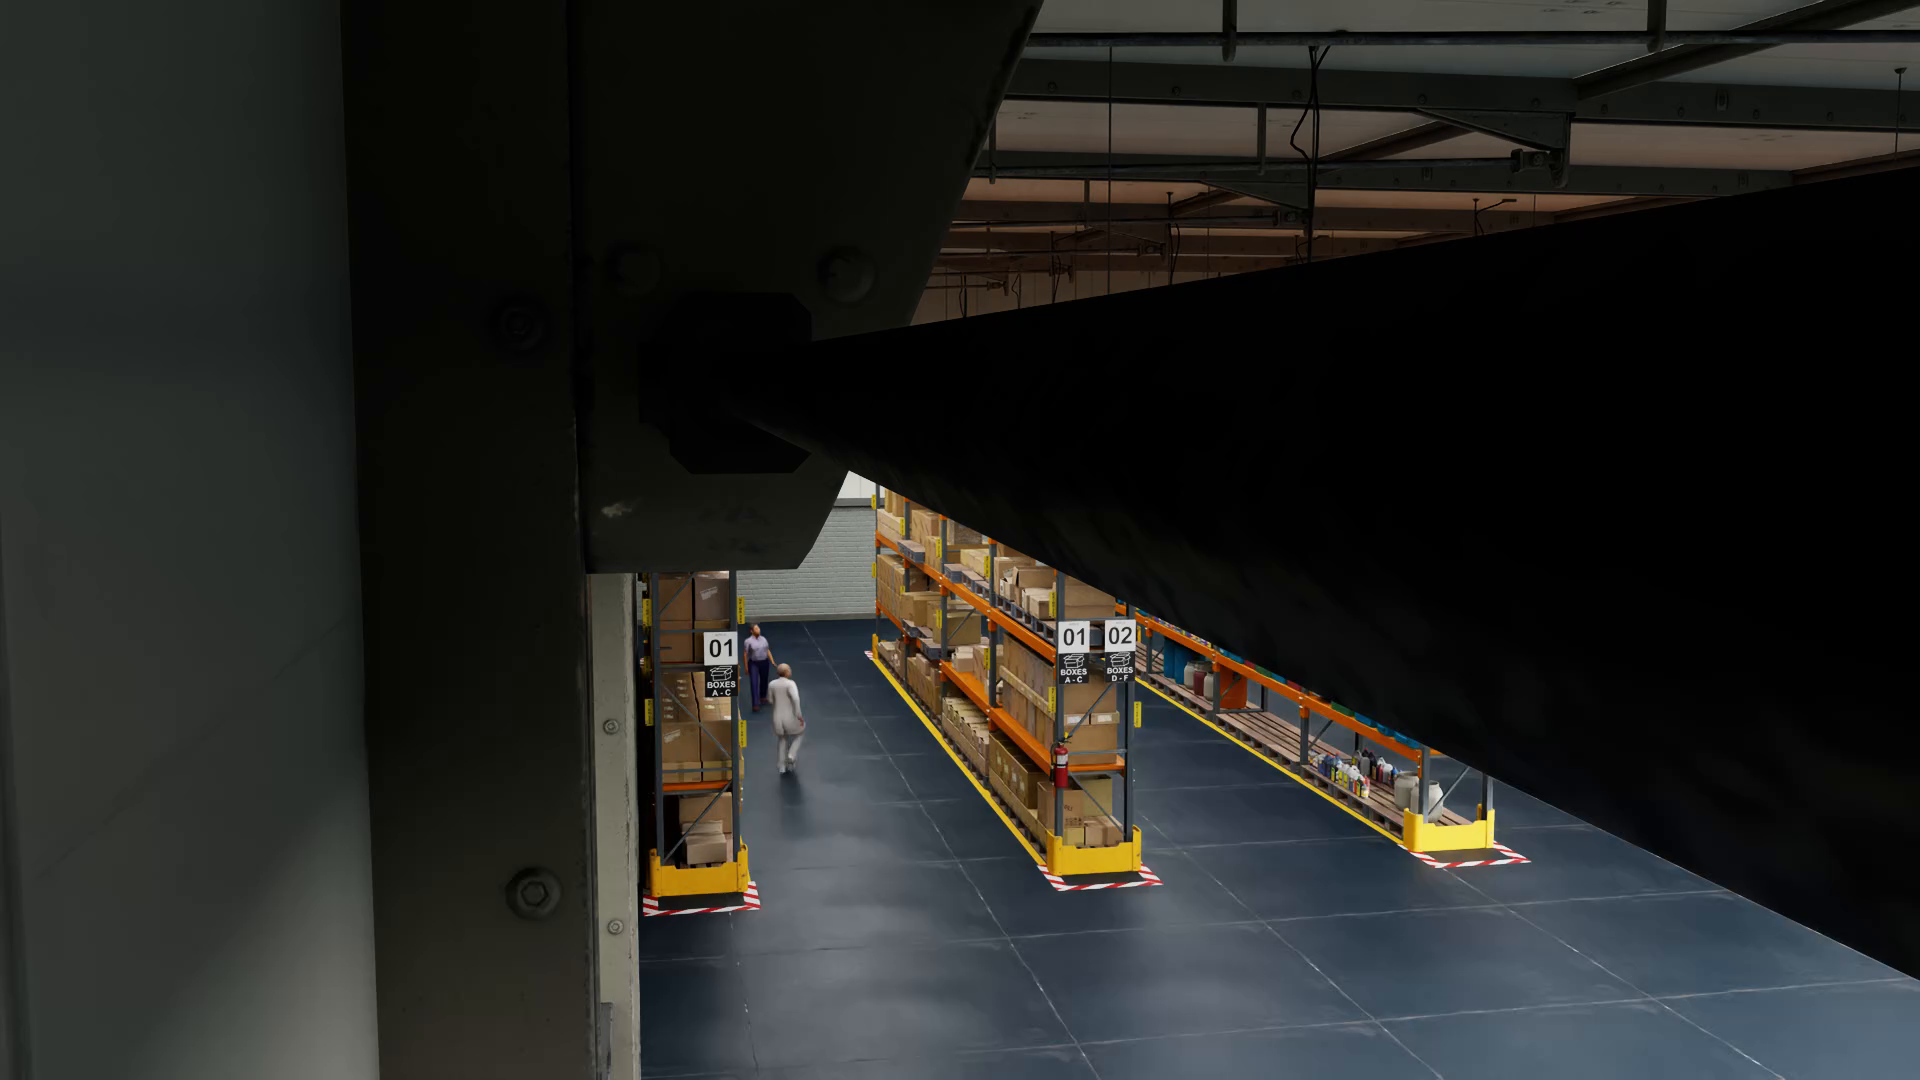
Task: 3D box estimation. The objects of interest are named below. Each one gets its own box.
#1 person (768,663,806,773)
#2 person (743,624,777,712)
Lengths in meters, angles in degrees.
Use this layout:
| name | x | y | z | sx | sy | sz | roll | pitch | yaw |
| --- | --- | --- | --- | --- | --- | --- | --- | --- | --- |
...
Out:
| name | x | y | z | sx | sy | sz | roll | pitch | yaw |
| --- | --- | --- | --- | --- | --- | --- | --- | --- | --- |
| person | -2.712 | 2.807 | 26.264 | 0.673 | 1.758 | 0.718 | 2 | 6 | 17 |
| person | -3.747 | 2.362 | 31.061 | 0.611 | 1.565 | 0.988 | -1 | 6 | -12 |
